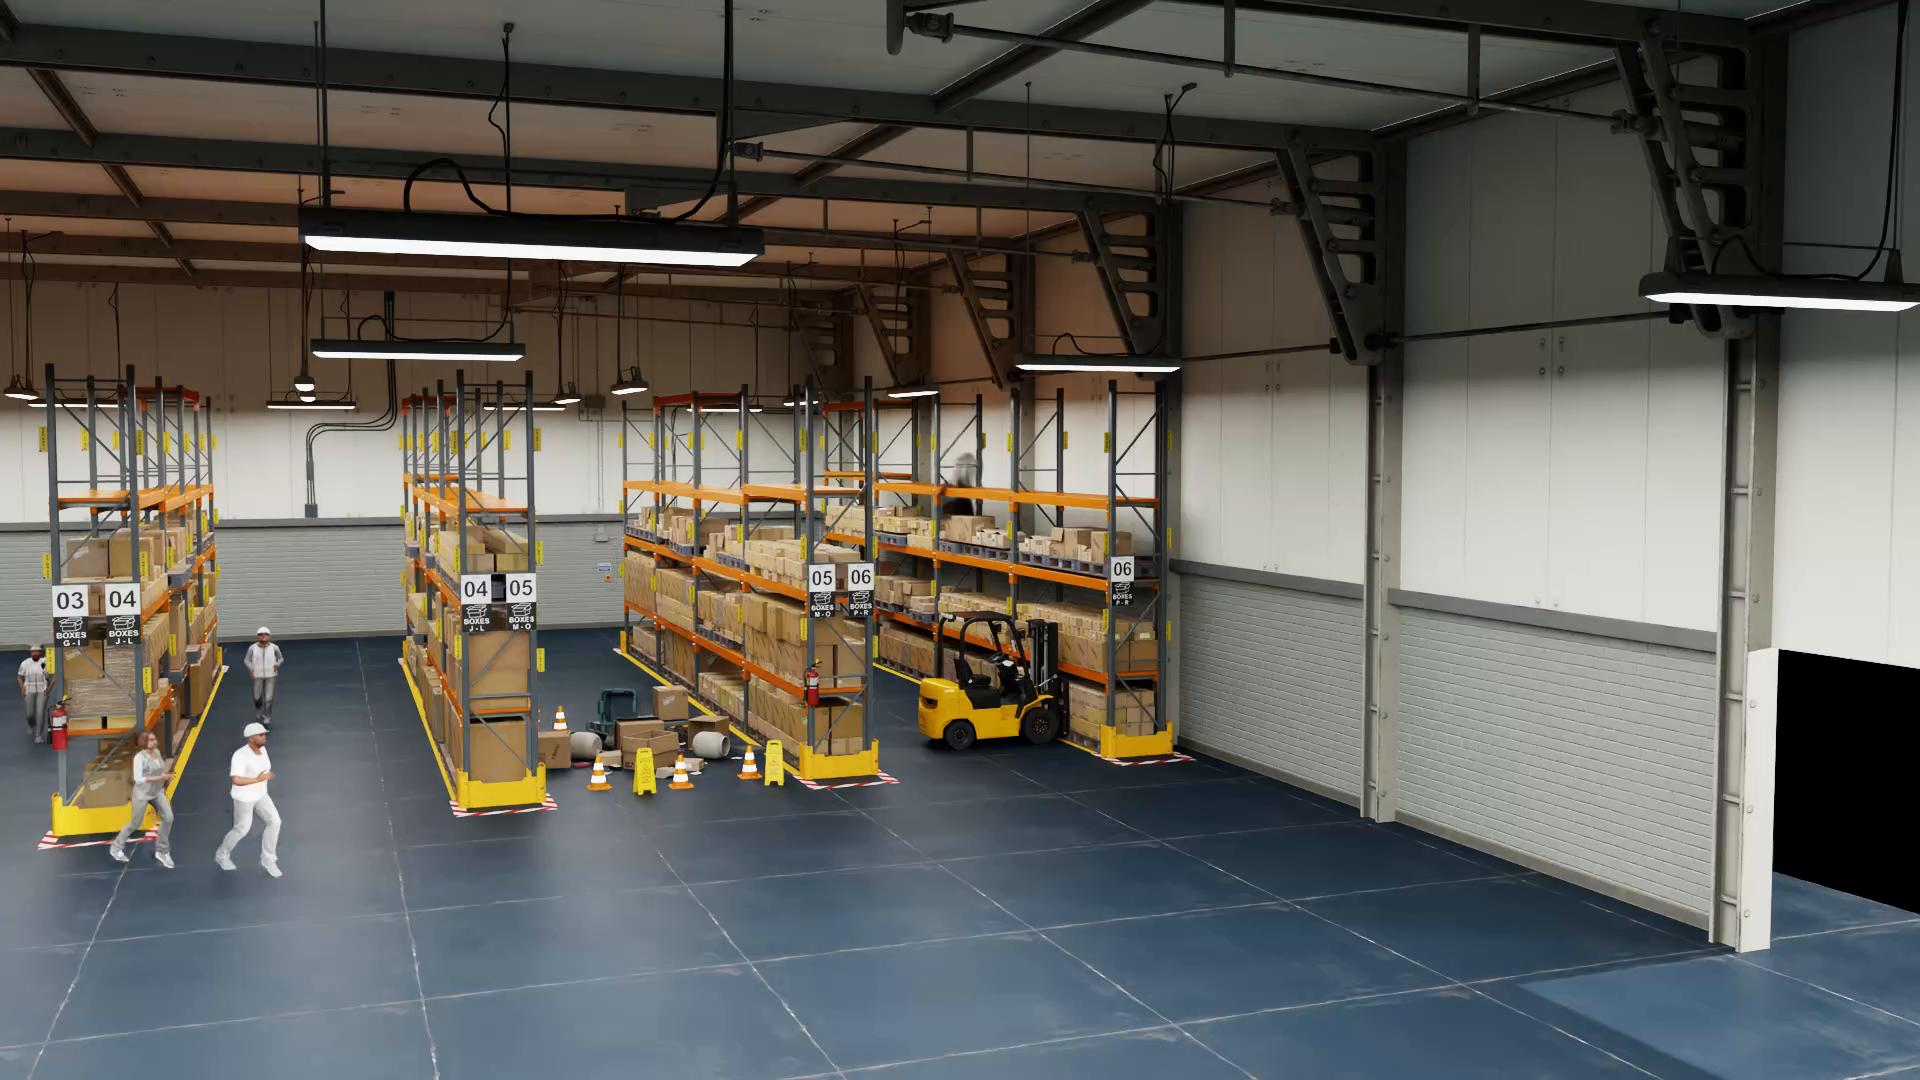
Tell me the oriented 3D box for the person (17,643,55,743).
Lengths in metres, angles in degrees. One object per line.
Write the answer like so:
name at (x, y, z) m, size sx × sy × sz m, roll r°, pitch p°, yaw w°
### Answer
person at (-15.497, 2.545, 27.954) m, size 0.597 × 1.676 × 0.557 m, roll -2°, pitch 4°, yaw -27°

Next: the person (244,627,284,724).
person at (-12.351, 2.412, 29.525) m, size 0.655 × 1.723 × 0.600 m, roll -1°, pitch 4°, yaw -22°

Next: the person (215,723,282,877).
person at (-8.247, 3.007, 19.228) m, size 0.857 × 1.808 × 0.728 m, roll 1°, pitch 3°, yaw 12°

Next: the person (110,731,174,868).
person at (-9.618, 3.101, 19.646) m, size 0.841 × 1.538 × 0.549 m, roll 1°, pitch 3°, yaw 17°
